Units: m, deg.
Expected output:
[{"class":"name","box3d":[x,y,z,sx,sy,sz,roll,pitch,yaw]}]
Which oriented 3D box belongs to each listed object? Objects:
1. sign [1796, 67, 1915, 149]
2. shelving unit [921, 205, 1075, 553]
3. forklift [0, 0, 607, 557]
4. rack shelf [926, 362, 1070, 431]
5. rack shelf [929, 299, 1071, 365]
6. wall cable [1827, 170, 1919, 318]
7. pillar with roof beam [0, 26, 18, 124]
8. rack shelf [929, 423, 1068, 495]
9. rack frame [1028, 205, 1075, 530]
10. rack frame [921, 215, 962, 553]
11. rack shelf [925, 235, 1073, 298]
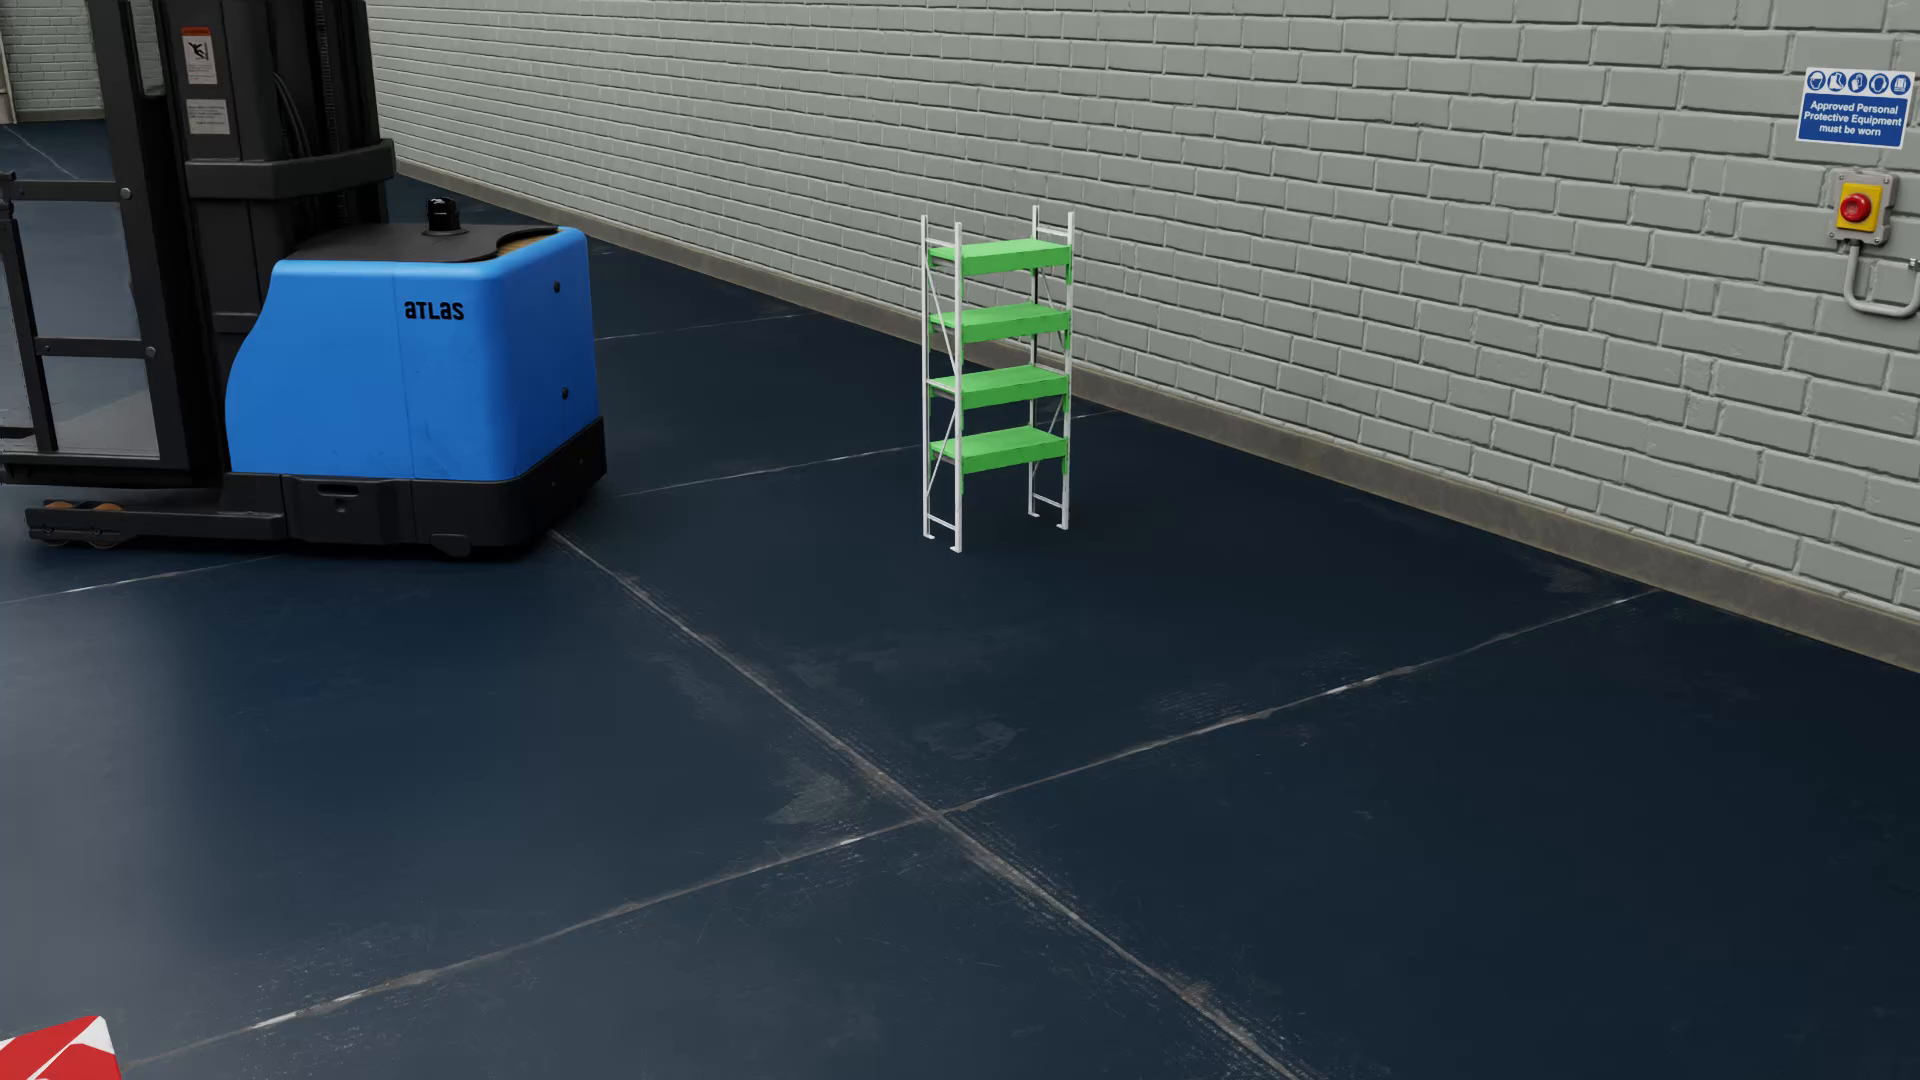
[{"class":"sign","box3d":[2.653,-1.284,4.938,0.001,0.218,0.327,-12,22,-31]},{"class":"shelving unit","box3d":[0.138,-0.598,6.139,0.503,1.200,0.258,-12,22,-31]},{"class":"forklift","box3d":[-3.008,-1.519,6.162,3.031,2.935,1.130,2,19,7]},{"class":"rack shelf","box3d":[0.138,-0.537,6.159,0.480,0.148,0.258,-12,22,-31]},{"class":"rack shelf","box3d":[0.138,-0.764,6.082,0.480,0.148,0.258,-12,22,-31]},{"class":"wall cable","box3d":[2.629,-1.629,4.743,0.123,1.953,0.585,-12,22,-31]},{"class":"pillar with roof beam","box3d":[-11.544,-9.156,19.277,0.400,9.000,9.100,-12,22,-31]},{"class":"rack shelf","box3d":[0.138,-0.310,6.236,0.480,0.148,0.258,-12,22,-31]},{"class":"rack frame","box3d":[0.342,-0.641,6.266,0.015,1.200,0.240,-12,22,-31]},{"class":"rack frame","box3d":[-0.066,-0.555,6.012,0.015,1.200,0.240,-12,22,-31]},{"class":"rack shelf","box3d":[0.138,-0.992,6.006,0.480,0.148,0.258,-12,22,-31]}]
